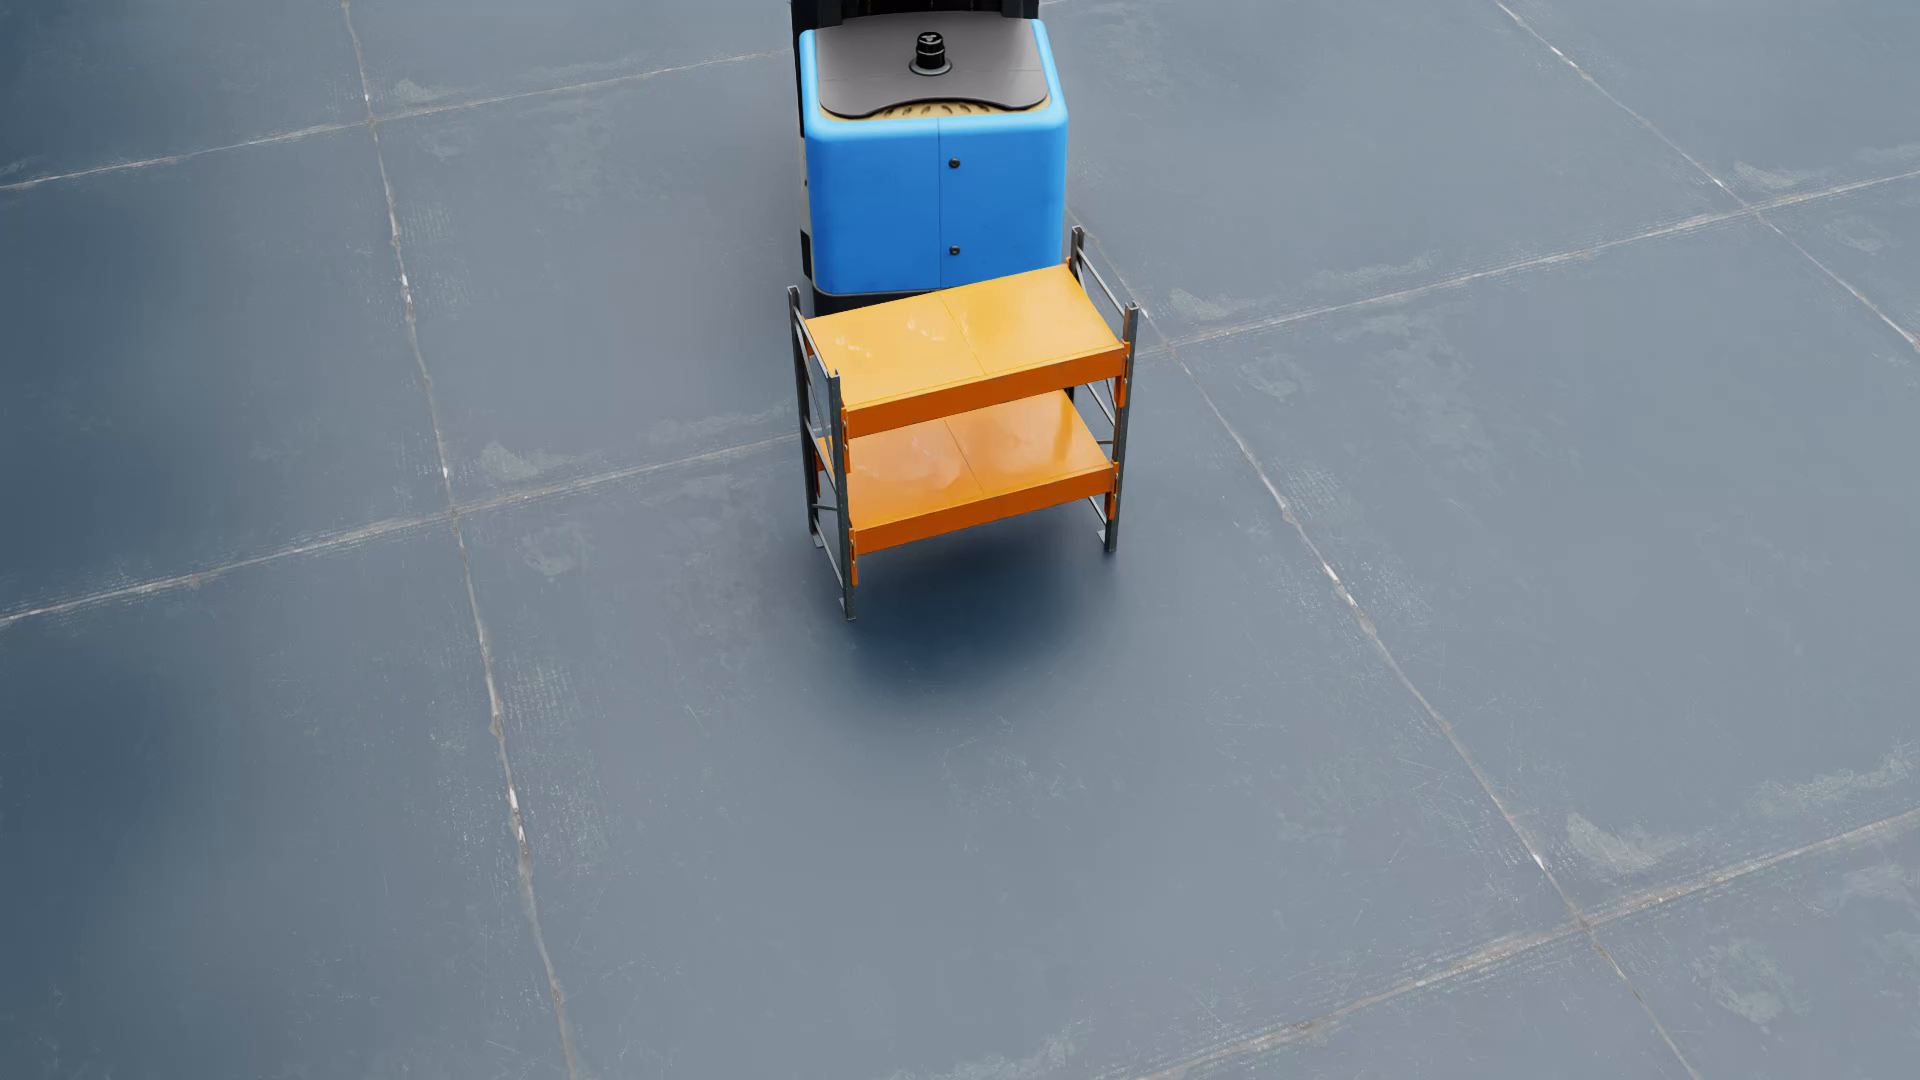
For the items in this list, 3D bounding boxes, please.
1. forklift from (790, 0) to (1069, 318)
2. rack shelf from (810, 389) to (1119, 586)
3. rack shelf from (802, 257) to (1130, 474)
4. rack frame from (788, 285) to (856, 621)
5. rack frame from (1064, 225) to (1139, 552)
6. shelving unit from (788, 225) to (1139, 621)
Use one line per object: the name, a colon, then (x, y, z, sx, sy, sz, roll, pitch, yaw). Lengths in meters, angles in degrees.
forklift: (-0.223, -2.909, 7.080, 1.130, 2.935, 3.031, -4, 45, -4)
rack shelf: (0.006, -0.226, 6.026, 1.000, 0.278, 0.538, -14, 47, -14)
rack shelf: (0.006, -0.605, 5.646, 1.000, 0.278, 0.538, -14, 47, -14)
rack frame: (-0.472, -0.276, 5.731, 0.032, 1.125, 0.500, -14, 47, -14)
rack frame: (0.485, -0.521, 5.975, 0.032, 1.125, 0.500, -14, 47, -14)
shelving unit: (0.006, -0.399, 5.853, 1.048, 1.125, 0.538, -14, 47, -14)
